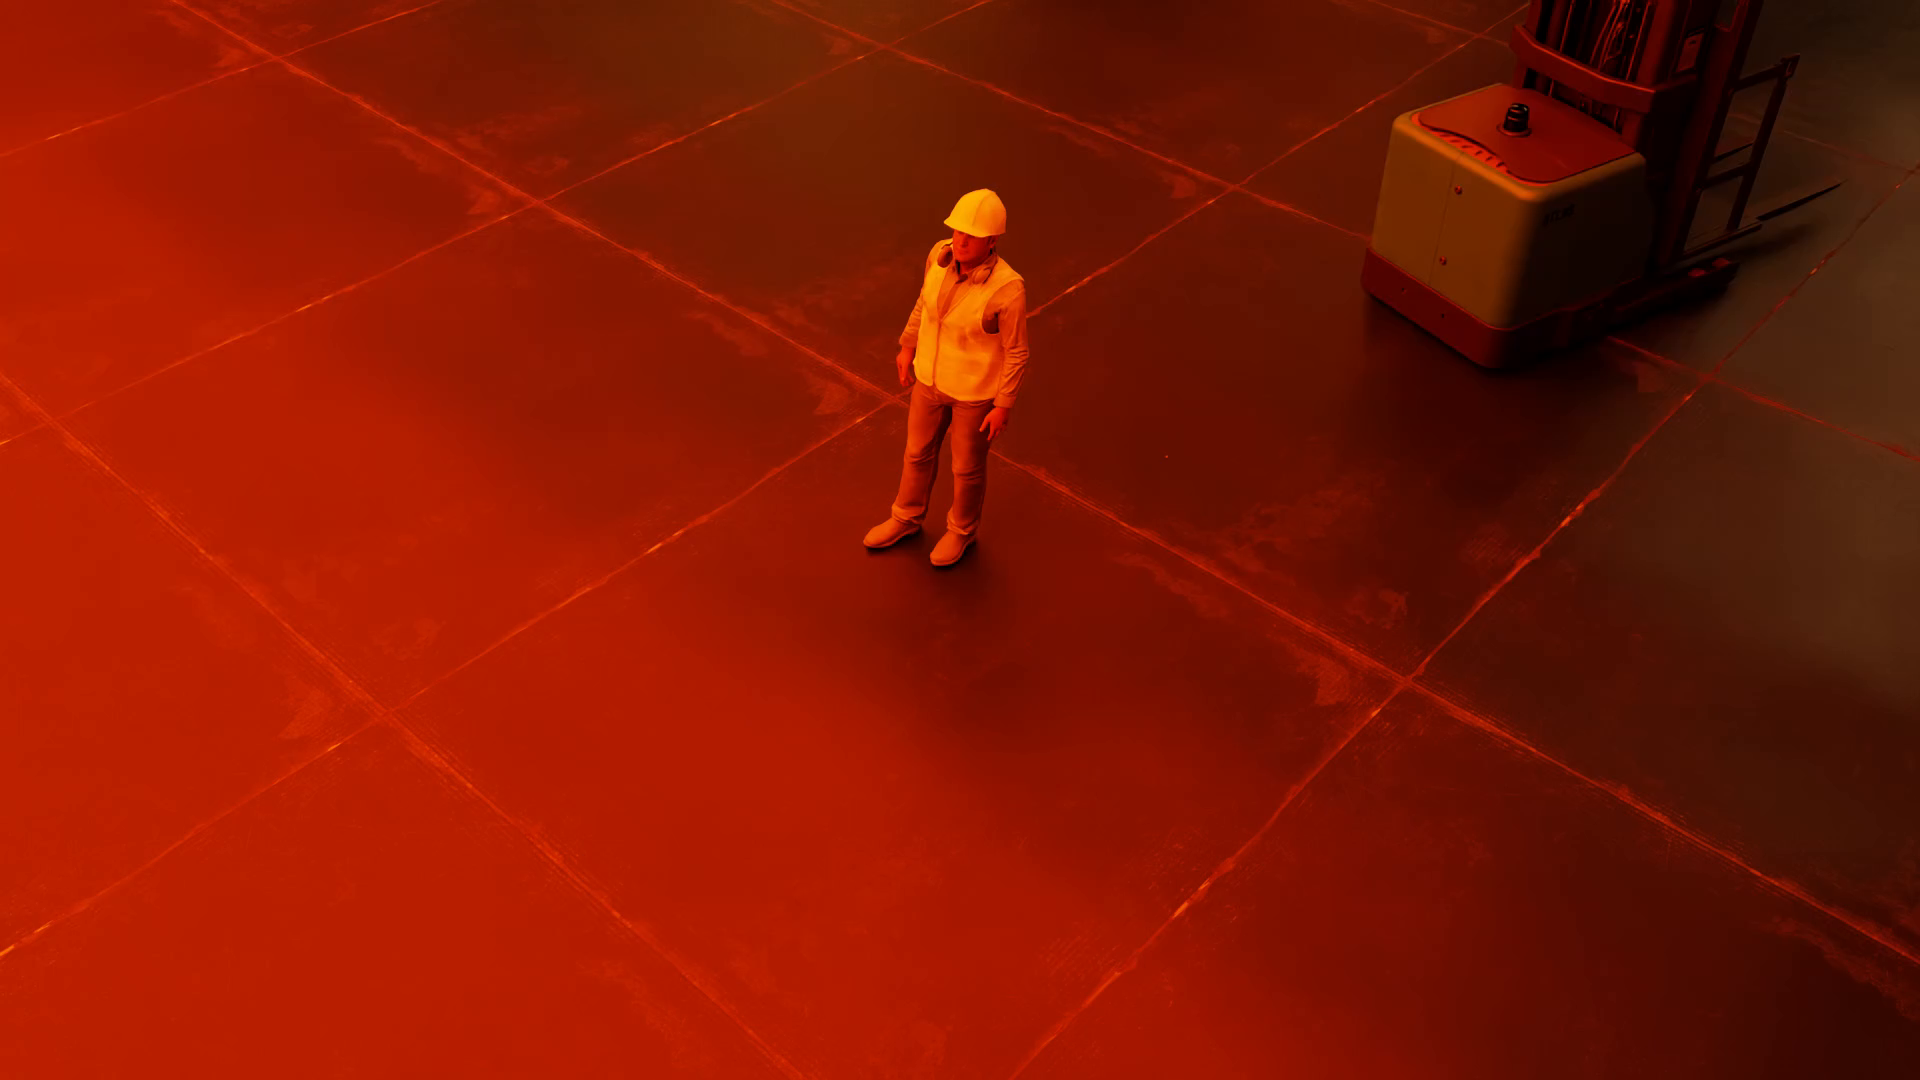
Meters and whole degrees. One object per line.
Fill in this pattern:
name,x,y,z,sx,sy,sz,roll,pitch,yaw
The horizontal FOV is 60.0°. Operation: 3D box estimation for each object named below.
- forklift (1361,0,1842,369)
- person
forklift,3.745,-2.727,8.606,3.031,2.935,1.130,-22,45,-24
person,-0.048,-0.653,7.066,0.632,1.773,0.568,31,49,31
